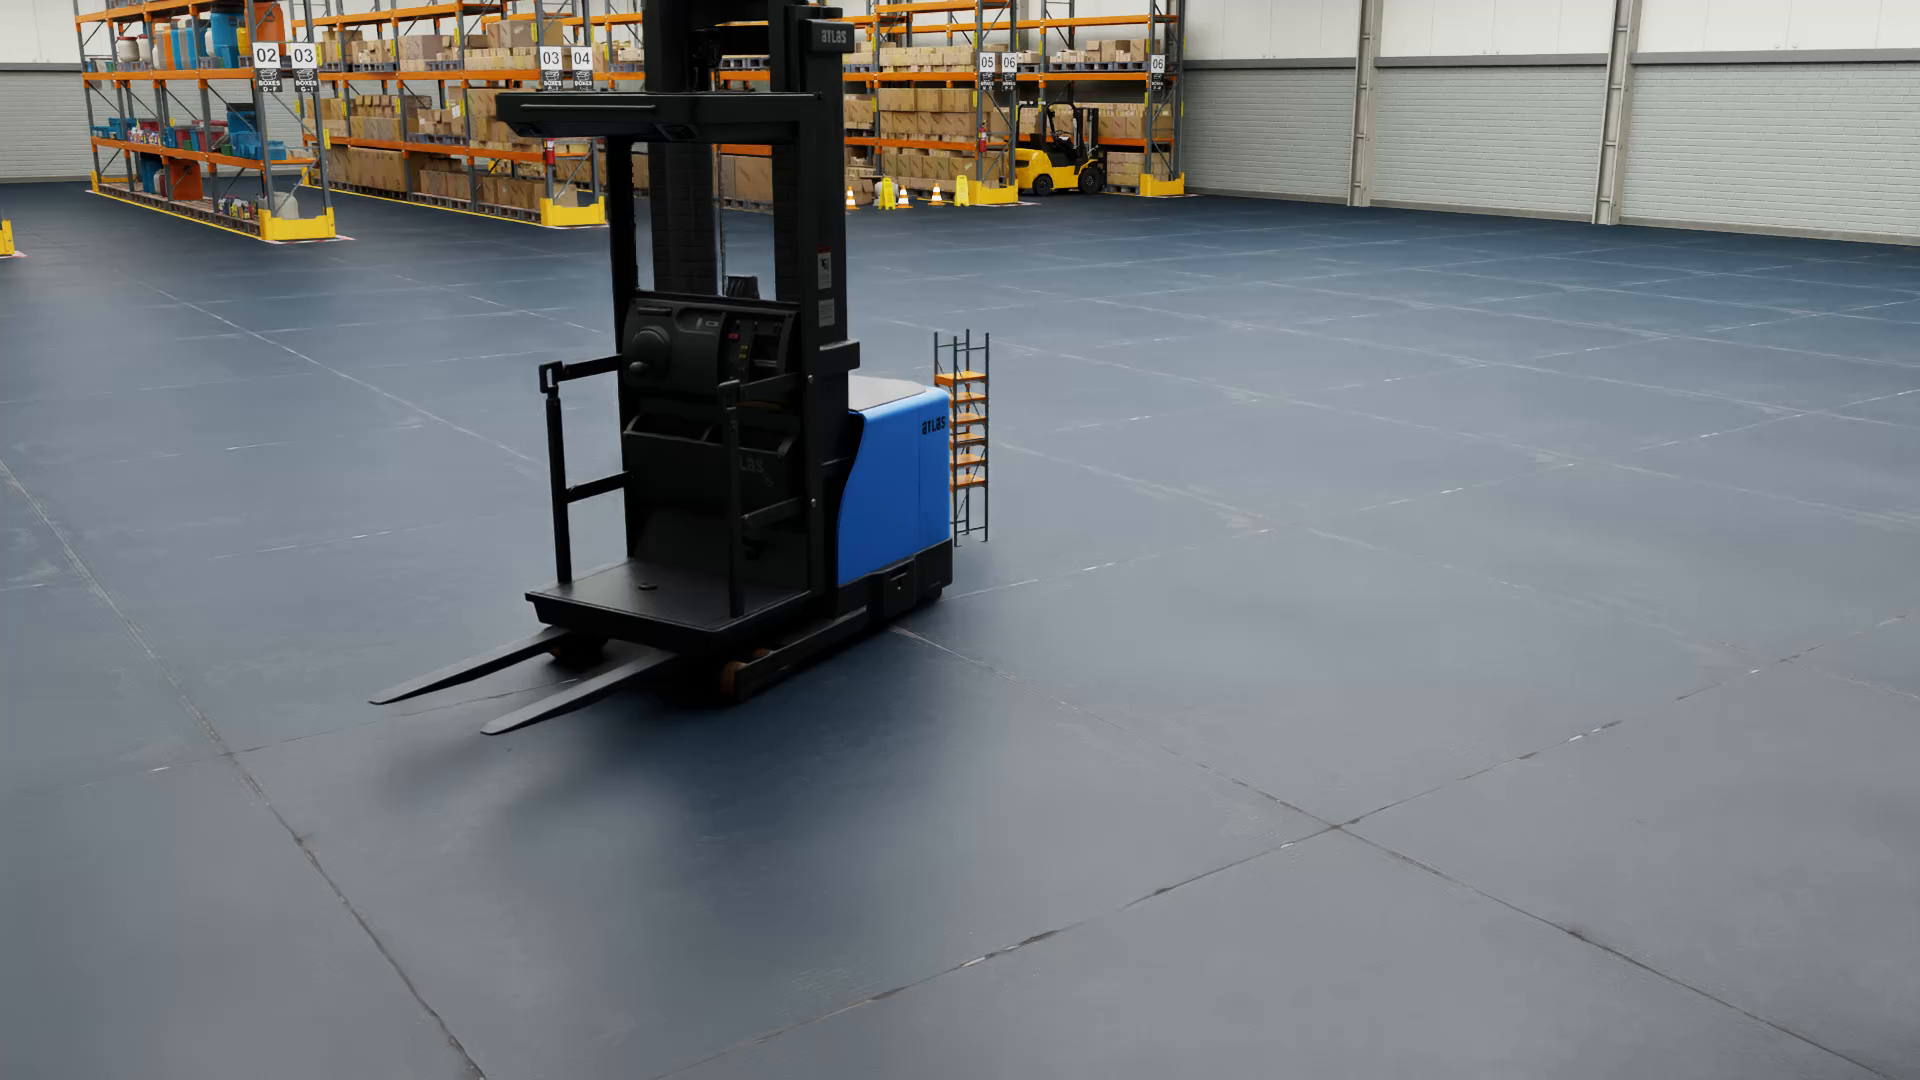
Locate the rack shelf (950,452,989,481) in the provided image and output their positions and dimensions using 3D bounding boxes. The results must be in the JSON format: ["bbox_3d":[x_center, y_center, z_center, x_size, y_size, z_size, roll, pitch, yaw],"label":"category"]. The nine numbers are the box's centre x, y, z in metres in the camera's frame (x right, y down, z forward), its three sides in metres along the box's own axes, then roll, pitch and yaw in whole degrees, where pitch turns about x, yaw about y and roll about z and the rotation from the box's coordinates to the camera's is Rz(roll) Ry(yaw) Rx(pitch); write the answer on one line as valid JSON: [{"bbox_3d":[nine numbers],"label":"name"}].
[{"bbox_3d":[0.009,-0.417,9.450,0.258,0.103,0.180,-11,19,-35],"label":"rack shelf"}]

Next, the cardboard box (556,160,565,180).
[{"bbox_3d":[-9.992,-9.484,42.484,0.500,0.500,0.500,-10,18,-32],"label":"cardboard box"}]

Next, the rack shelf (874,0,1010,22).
[{"bbox_3d":[-0.388,-11.885,37.324,1.077,0.370,4.000,-11,19,-35],"label":"rack shelf"}]

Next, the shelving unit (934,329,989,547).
[{"bbox_3d":[0.009,-0.576,9.406,0.258,1.200,0.189,-11,19,-35],"label":"shelving unit"}]

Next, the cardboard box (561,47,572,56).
[{"bbox_3d":[-7.203,-9.037,30.758,0.380,0.149,0.250,-11,19,-35],"label":"cardboard box"}]

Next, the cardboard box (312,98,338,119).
[{"bbox_3d":[-15.968,-10.864,41.886,0.500,0.500,0.500,-11,19,-36],"label":"cardboard box"}]

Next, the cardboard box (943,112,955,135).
[{"bbox_3d":[-0.044,-9.286,37.068,0.500,0.500,0.500,-11,19,-34],"label":"cardboard box"}]

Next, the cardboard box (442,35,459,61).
[{"bbox_3d":[-10.331,-10.245,34.654,0.797,0.503,0.637,-10,18,-32],"label":"cardboard box"}]

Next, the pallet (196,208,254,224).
[{"bbox_3d":[-14.079,-6.277,32.111,1.003,0.211,1.213,-11,19,-35],"label":"pallet"}]

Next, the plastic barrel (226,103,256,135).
[{"bbox_3d":[-13.568,-7.832,31.559,0.600,0.901,0.708,-11,19,-35],"label":"plastic barrel"}]

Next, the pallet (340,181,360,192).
[{"bbox_3d":[-14.667,-8.767,41.208,1.003,0.211,1.213,-11,19,-35],"label":"pallet"}]

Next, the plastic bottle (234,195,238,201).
[{"bbox_3d":[-13.330,-6.181,30.661,0.144,0.351,0.185,-11,19,-35],"label":"plastic bottle"}]

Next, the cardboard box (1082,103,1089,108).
[{"bbox_3d":[3.218,-10.666,40.884,0.380,0.149,0.250,-11,19,-35],"label":"cardboard box"}]

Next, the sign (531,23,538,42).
[{"bbox_3d":[-7.688,-9.167,30.028,0.100,0.325,0.005,-11,19,-35],"label":"sign"}]

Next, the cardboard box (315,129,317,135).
[{"bbox_3d":[-16.088,-10.324,42.092,0.380,0.149,0.250,-11,19,-36],"label":"cardboard box"}]

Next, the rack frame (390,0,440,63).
[{"bbox_3d":[-11.931,-11.977,36.290,1.000,3.000,0.127,-11,19,-35],"label":"rack frame"}]

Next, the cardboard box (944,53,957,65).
[{"bbox_3d":[-0.014,-10.608,36.692,0.500,0.250,0.500,-11,19,-35],"label":"cardboard box"}]

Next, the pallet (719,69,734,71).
[{"bbox_3d":[-6.740,-13.056,46.083,1.003,0.211,1.213,-11,19,-35],"label":"pallet"}]

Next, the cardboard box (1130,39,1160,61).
[{"bbox_3d":[4.344,-11.487,39.008,0.500,0.500,0.500,-10,18,-33],"label":"cardboard box"}]

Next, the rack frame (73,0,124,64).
[{"bbox_3d":[-20.642,-12.917,39.723,1.000,3.000,0.127,-11,19,-35],"label":"rack frame"}]

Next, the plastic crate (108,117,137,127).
[{"bbox_3d":[-20.294,-10.026,40.347,0.616,0.435,0.499,-11,19,-35],"label":"plastic crate"}]

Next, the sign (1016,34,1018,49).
[{"bbox_3d":[1.227,-10.866,36.257,0.100,0.325,0.005,-11,19,-35],"label":"sign"}]

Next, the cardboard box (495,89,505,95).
[{"bbox_3d":[-8.629,-8.449,32.118,0.500,0.500,0.500,-11,19,-35],"label":"cardboard box"}]

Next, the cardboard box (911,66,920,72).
[{"bbox_3d":[-0.892,-10.700,37.781,0.380,0.149,0.250,-11,19,-36],"label":"cardboard box"}]

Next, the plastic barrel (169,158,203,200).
[{"bbox_3d":[-16.239,-7.572,34.876,0.600,0.830,0.708,-11,19,-35],"label":"plastic barrel"}]

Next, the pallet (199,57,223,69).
[{"bbox_3d":[-13.083,-8.677,30.274,1.213,0.211,1.003,-11,19,-35],"label":"pallet"}]

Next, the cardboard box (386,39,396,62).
[{"bbox_3d":[-12.348,-10.902,37.052,0.797,0.503,0.637,-10,18,-31],"label":"cardboard box"}]

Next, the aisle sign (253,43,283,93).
[{"bbox_3d":[-11.432,-7.799,27.464,0.394,0.787,0.004,-11,19,-35],"label":"aisle sign"}]

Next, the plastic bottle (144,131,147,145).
[{"bbox_3d":[-17.380,-8.591,35.502,0.061,0.283,0.133,-11,19,-35],"label":"plastic bottle"}]

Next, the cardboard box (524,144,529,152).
[{"bbox_3d":[-8.032,-7.437,31.544,0.380,0.149,0.250,-11,19,-35],"label":"cardboard box"}]

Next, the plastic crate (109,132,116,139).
[{"bbox_3d":[-19.557,-9.396,38.609,0.293,0.136,0.466,-11,19,-35],"label":"plastic crate"}]

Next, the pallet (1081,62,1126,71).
[{"bbox_3d":[3.685,-11.504,40.413,1.003,0.211,1.213,-11,19,-35],"label":"pallet"}]

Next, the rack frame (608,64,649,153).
[{"bbox_3d":[-7.860,-9.832,39.816,1.000,3.000,0.127,-11,19,-35],"label":"rack frame"}]

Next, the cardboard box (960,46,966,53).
[{"bbox_3d":[0.230,-10.711,36.312,0.380,0.149,0.250,-10,18,-34],"label":"cardboard box"}]

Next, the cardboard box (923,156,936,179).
[{"bbox_3d":[-0.494,-8.502,37.949,0.500,0.500,0.500,-11,19,-36],"label":"cardboard box"}]

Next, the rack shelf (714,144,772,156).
[{"bbox_3d":[-4.332,-8.204,35.230,1.077,0.370,4.000,-11,19,-35],"label":"rack shelf"}]

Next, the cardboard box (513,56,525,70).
[{"bbox_3d":[-8.013,-8.919,31.084,0.500,0.250,0.500,-11,19,-34],"label":"cardboard box"}]

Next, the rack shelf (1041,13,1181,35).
[{"bbox_3d":[3.625,-12.465,40.195,1.077,0.370,4.000,-11,19,-35],"label":"rack shelf"}]

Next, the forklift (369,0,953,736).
[{"bbox_3d":[-1.229,-0.870,7.204,1.130,2.935,3.031,9,18,30],"label":"forklift"}]

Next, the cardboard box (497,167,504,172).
[{"bbox_3d":[-12.515,-10.206,45.788,0.380,0.149,0.250,-10,18,-33],"label":"cardboard box"}]

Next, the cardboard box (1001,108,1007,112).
[{"bbox_3d":[1.294,-11.207,43.421,0.380,0.149,0.250,-11,19,-34],"label":"cardboard box"}]

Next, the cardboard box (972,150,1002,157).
[{"bbox_3d":[0.844,-10.176,44.778,0.875,0.625,0.625,-10,18,-33],"label":"cardboard box"}]

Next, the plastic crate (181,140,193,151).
[{"bbox_3d":[-14.838,-7.686,32.379,0.450,0.188,0.662,-11,19,-35],"label":"plastic crate"}]

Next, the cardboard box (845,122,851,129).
[{"bbox_3d":[-2.563,-10.078,40.397,0.380,0.149,0.250,-11,19,-34],"label":"cardboard box"}]

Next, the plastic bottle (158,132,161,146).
[{"bbox_3d":[-16.521,-8.279,34.362,0.061,0.283,0.133,-11,19,-35],"label":"plastic bottle"}]

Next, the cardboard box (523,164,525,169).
[{"bbox_3d":[-11.493,-10.029,44.579,0.380,0.149,0.250,-10,18,-32],"label":"cardboard box"}]

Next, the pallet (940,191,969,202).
[{"bbox_3d":[0.295,-7.764,37.542,1.003,0.211,1.213,-11,19,-35],"label":"pallet"}]

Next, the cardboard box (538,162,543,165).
[{"bbox_3d":[-10.814,-9.884,43.486,0.380,0.149,0.250,-11,19,-34],"label":"cardboard box"}]

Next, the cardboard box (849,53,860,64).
[{"bbox_3d":[-2.318,-11.556,39.921,0.500,0.250,0.500,-11,19,-34],"label":"cardboard box"}]

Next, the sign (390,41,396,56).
[{"bbox_3d":[-12.385,-10.733,36.299,0.100,0.325,0.005,-11,19,-35],"label":"sign"}]

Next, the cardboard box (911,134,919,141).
[{"bbox_3d":[-0.893,-9.255,38.183,0.380,0.149,0.250,-11,19,-34],"label":"cardboard box"}]

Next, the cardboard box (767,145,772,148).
[{"bbox_3d":[-3.411,-8.268,33.818,0.875,0.550,0.550,-11,19,-35],"label":"cardboard box"}]

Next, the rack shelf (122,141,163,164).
[{"bbox_3d":[-17.114,-8.395,35.928,1.077,0.370,4.000,-11,19,-35],"label":"rack shelf"}]

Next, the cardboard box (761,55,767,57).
[{"bbox_3d":[-3.773,-9.772,33.407,0.380,0.149,0.250,-11,19,-34],"label":"cardboard box"}]
